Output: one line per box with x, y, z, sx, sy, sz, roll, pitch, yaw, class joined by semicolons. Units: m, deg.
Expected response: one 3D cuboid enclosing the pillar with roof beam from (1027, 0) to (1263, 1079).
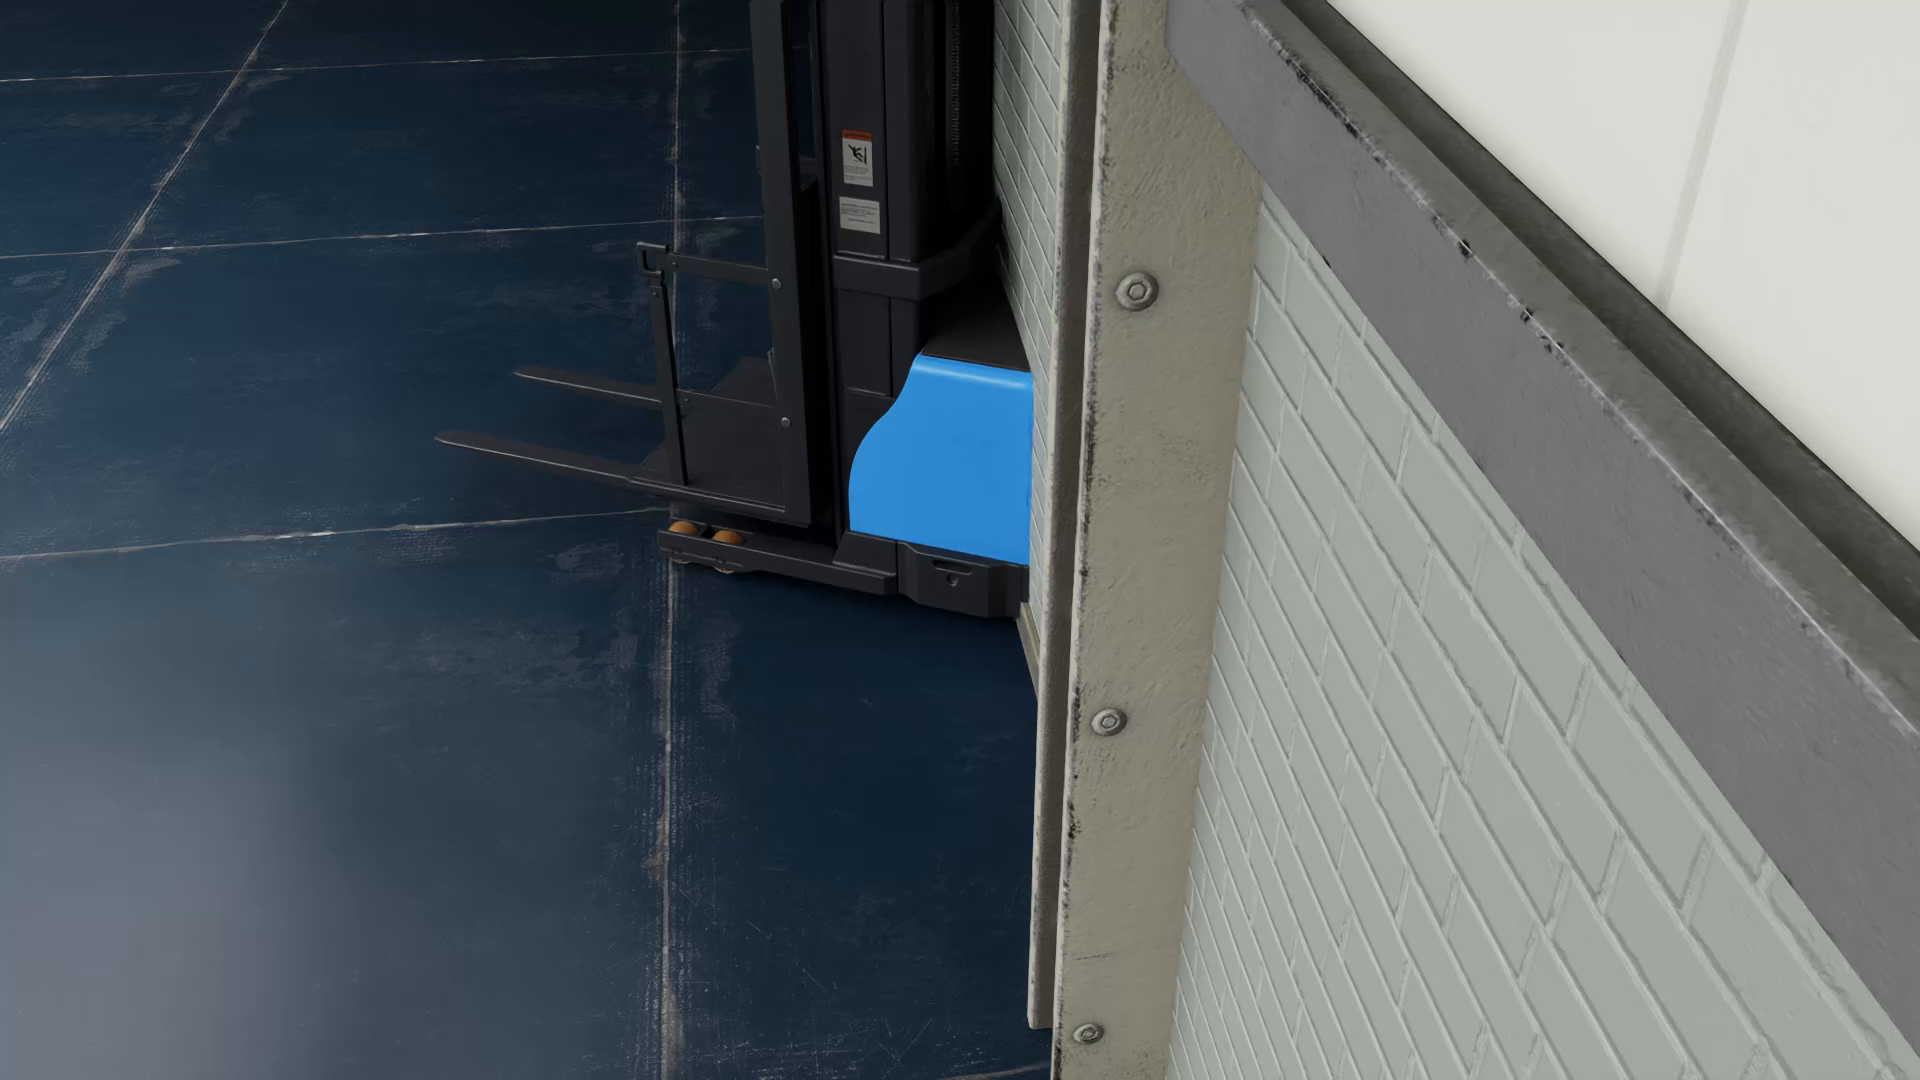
-3.894;-1.939;1.604;9.100;9.000;0.400;-4;35;-6;pillar with roof beam

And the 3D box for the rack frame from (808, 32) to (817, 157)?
-0.427;-1.659;7.852;0.500;1.500;0.032;-6;35;-9;rack frame

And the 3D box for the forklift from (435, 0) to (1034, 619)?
-0.670;-1.348;6.125;3.031;2.935;1.130;11;36;16;forklift

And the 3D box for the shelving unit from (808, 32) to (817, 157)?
-0.328;-1.378;7.440;0.538;1.500;1.048;-6;35;-9;shelving unit
